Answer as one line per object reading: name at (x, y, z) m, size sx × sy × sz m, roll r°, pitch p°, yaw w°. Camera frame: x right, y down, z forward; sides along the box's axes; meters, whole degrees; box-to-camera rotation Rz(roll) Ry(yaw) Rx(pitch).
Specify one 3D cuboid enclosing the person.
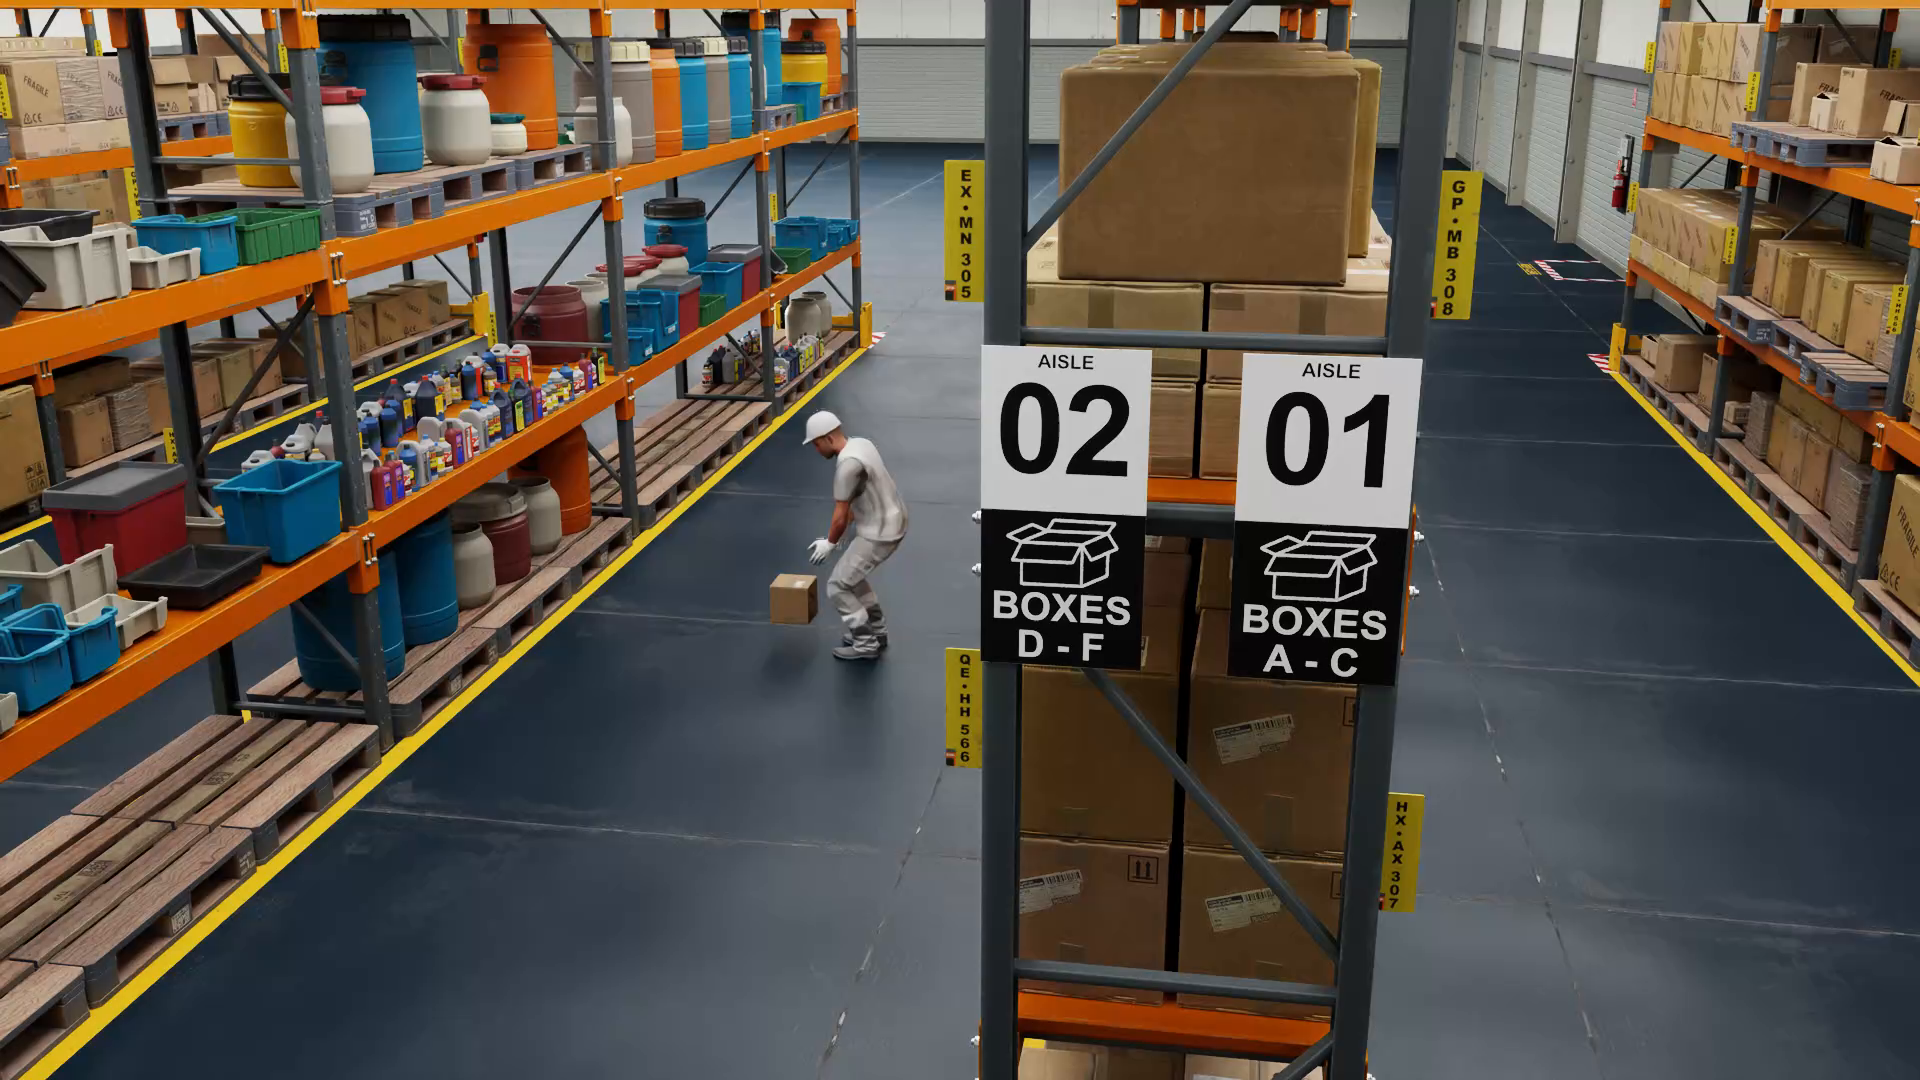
person at (-0.657, -0.029, 10.449) m, size 0.647 × 1.580 × 0.575 m, roll 3°, pitch 18°, yaw 9°
